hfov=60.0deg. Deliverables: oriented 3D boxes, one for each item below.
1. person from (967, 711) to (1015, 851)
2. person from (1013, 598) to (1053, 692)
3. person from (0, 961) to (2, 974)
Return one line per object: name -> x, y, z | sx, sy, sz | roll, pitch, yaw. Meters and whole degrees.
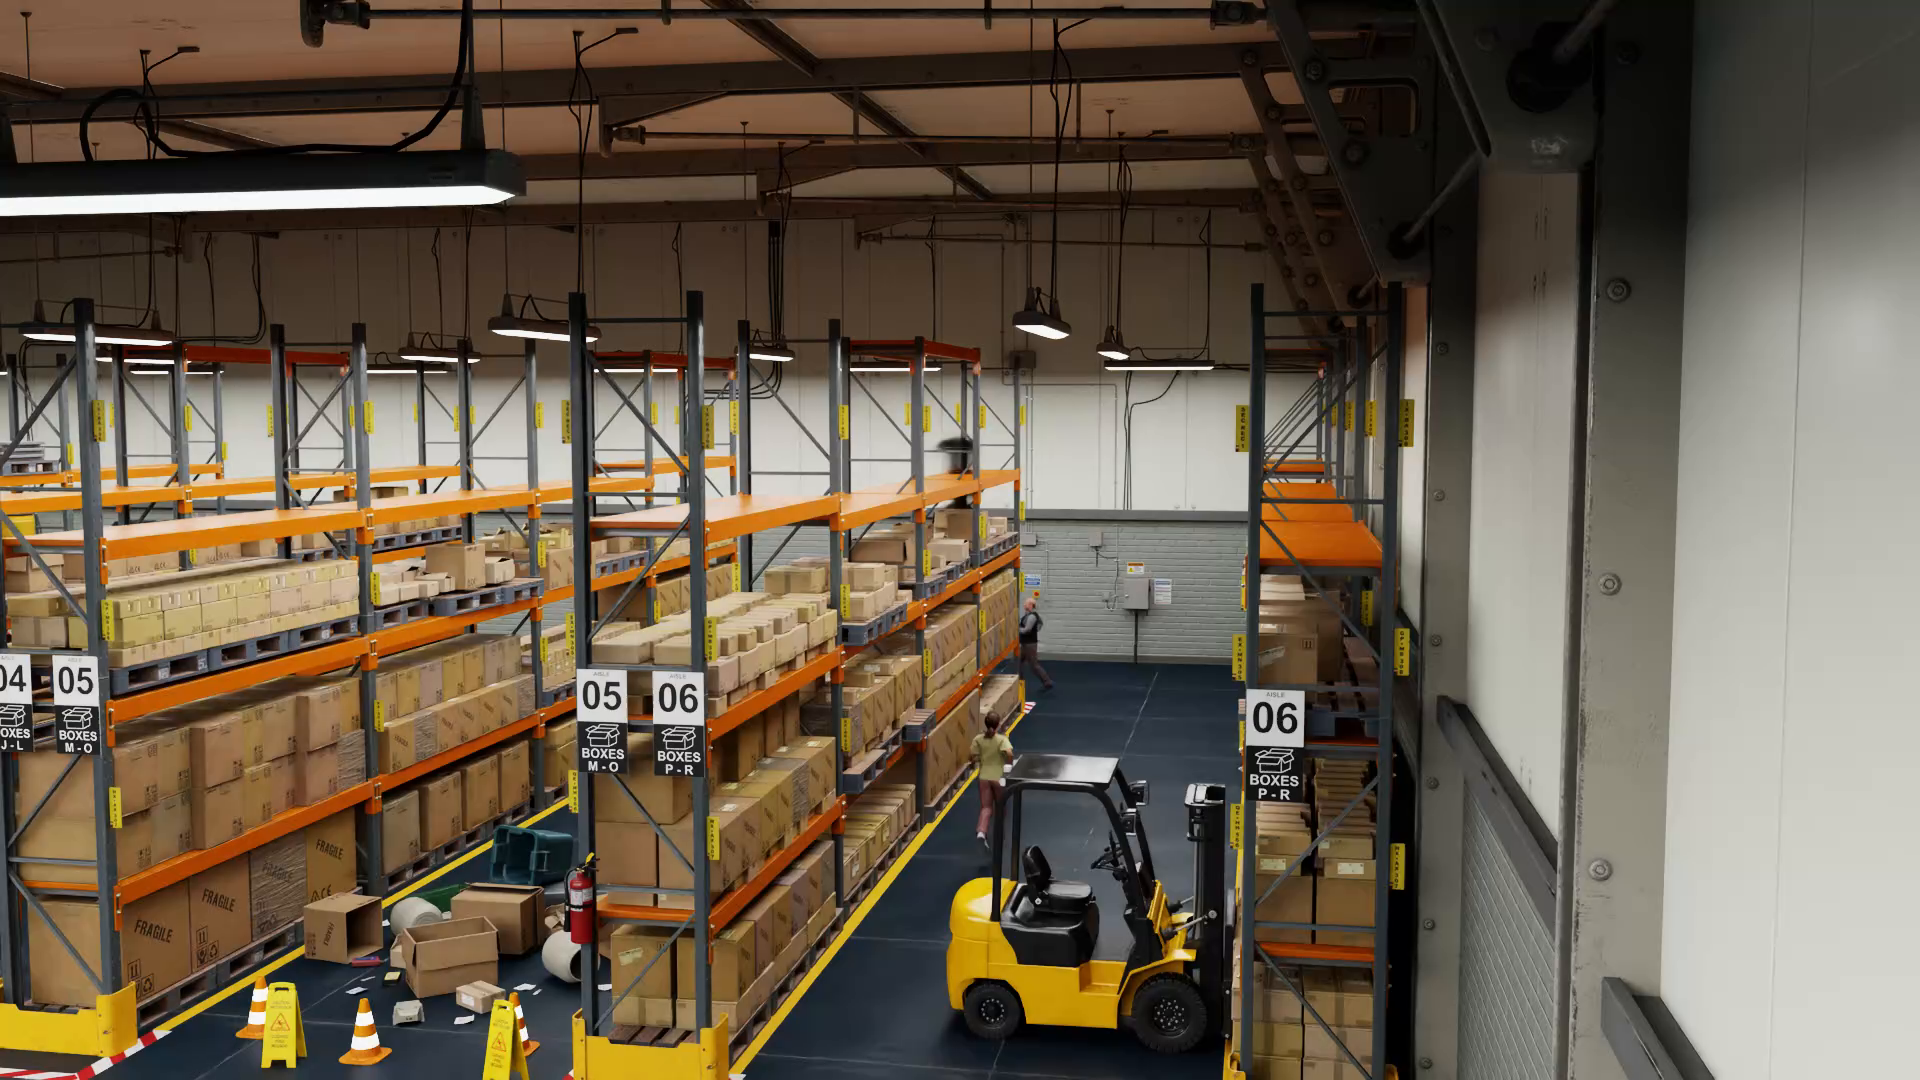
person -> 0.370, 2.799, 19.108 | 0.580, 1.675, 0.934 | 1, 5, 13
person -> 1.240, 1.907, 29.693 | 0.839, 1.765, 0.650 | 0, 5, 1
person -> -8.699, 3.123, 14.607 | 0.701, 1.704, 0.642 | -1, 5, -6
